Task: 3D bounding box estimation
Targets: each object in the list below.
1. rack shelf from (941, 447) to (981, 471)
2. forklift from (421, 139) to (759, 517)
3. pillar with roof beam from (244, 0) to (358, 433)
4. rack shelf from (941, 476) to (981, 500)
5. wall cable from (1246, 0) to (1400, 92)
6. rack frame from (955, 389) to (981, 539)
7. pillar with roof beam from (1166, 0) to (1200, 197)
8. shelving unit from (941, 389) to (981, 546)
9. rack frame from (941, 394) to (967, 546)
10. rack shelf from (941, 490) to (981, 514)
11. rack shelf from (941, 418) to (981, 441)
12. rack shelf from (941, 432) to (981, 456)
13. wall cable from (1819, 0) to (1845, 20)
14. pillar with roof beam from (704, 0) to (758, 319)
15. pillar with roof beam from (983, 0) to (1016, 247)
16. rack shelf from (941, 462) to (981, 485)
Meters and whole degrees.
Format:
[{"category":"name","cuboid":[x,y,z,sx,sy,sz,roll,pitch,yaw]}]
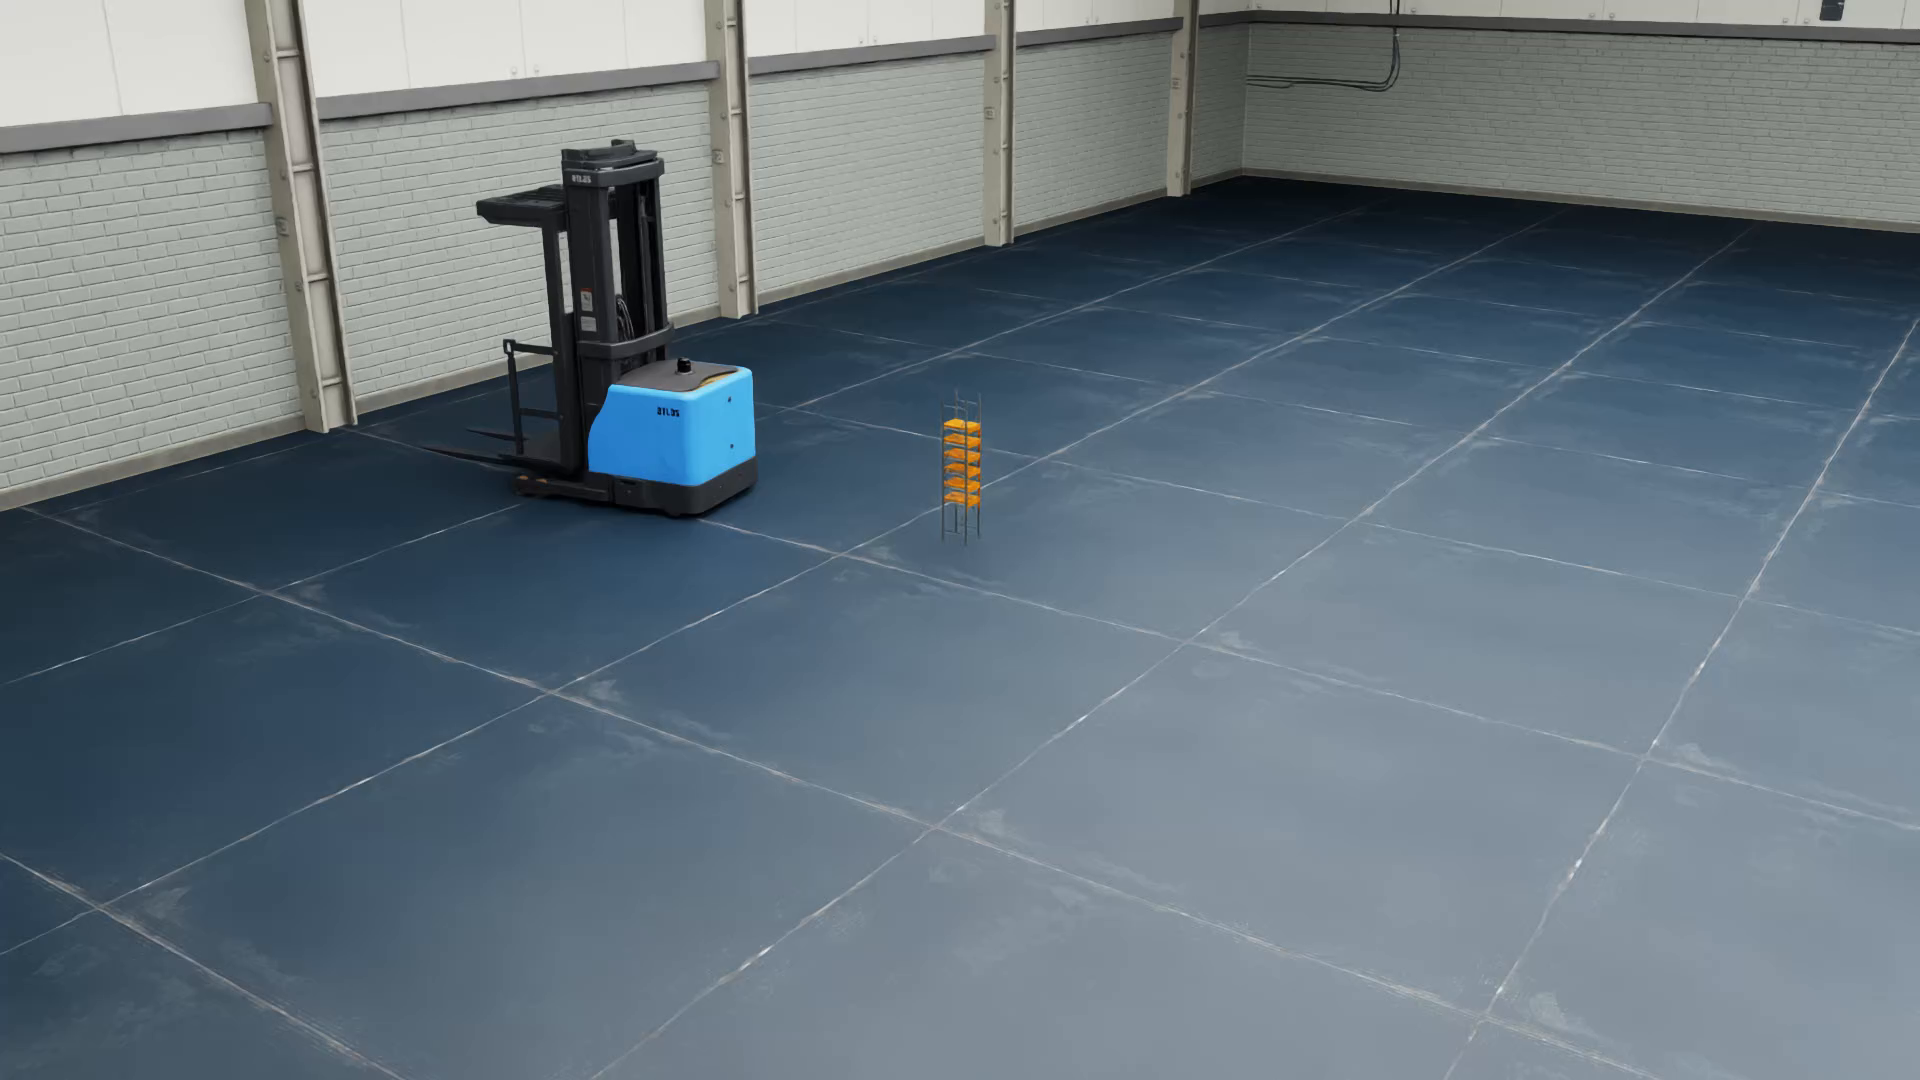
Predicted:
[{"category":"rack shelf","cuboid":[0.008,-0.638,13.042,0.258,0.103,0.180,13,24,32]},{"category":"forklift","cuboid":[-3.313,-1.890,14.149,3.031,2.935,1.130,9,22,23]},{"category":"pillar with roof beam","cuboid":[-2.594,-4.497,12.451,9.100,9.000,0.400,13,24,32]},{"category":"rack shelf","cuboid":[0.008,-0.413,13.125,0.258,0.103,0.180,13,24,32]},{"category":"wall cable","cuboid":[6.714,-9.632,30.810,3.097,2.526,0.112,13,24,32]},{"category":"rack frame","cuboid":[0.060,-0.593,13.139,0.240,1.200,0.006,13,24,32]},{"category":"pillar with roof beam","cuboid":[7.525,-9.662,26.414,9.100,9.000,0.400,13,24,32]},{"category":"shelving unit","cuboid":[0.008,-0.567,13.068,0.258,1.200,0.189,13,24,32]},{"category":"rack frame","cuboid":[-0.043,-0.541,12.997,0.240,1.200,0.006,13,24,32]},{"category":"rack shelf","cuboid":[0.008,-0.300,13.167,0.258,0.103,0.180,13,24,32]},{"category":"rack shelf","cuboid":[0.008,-0.863,12.959,0.258,0.103,0.180,13,24,32]},{"category":"rack shelf","cuboid":[0.008,-0.750,13.000,0.258,0.103,0.180,13,24,32]},{"category":"wall cable","cuboid":[14.557,-10.828,24.664,2.305,6.003,0.169,13,24,32]},{"category":"pillar with roof beam","cuboid":[0.779,-6.219,17.106,9.100,9.000,0.400,13,24,32]},{"category":"pillar with roof beam","cuboid":[4.152,-7.940,21.760,9.100,9.000,0.400,13,24,32]},{"category":"rack shelf","cuboid":[0.008,-0.525,13.083,0.258,0.103,0.180,13,24,32]}]
